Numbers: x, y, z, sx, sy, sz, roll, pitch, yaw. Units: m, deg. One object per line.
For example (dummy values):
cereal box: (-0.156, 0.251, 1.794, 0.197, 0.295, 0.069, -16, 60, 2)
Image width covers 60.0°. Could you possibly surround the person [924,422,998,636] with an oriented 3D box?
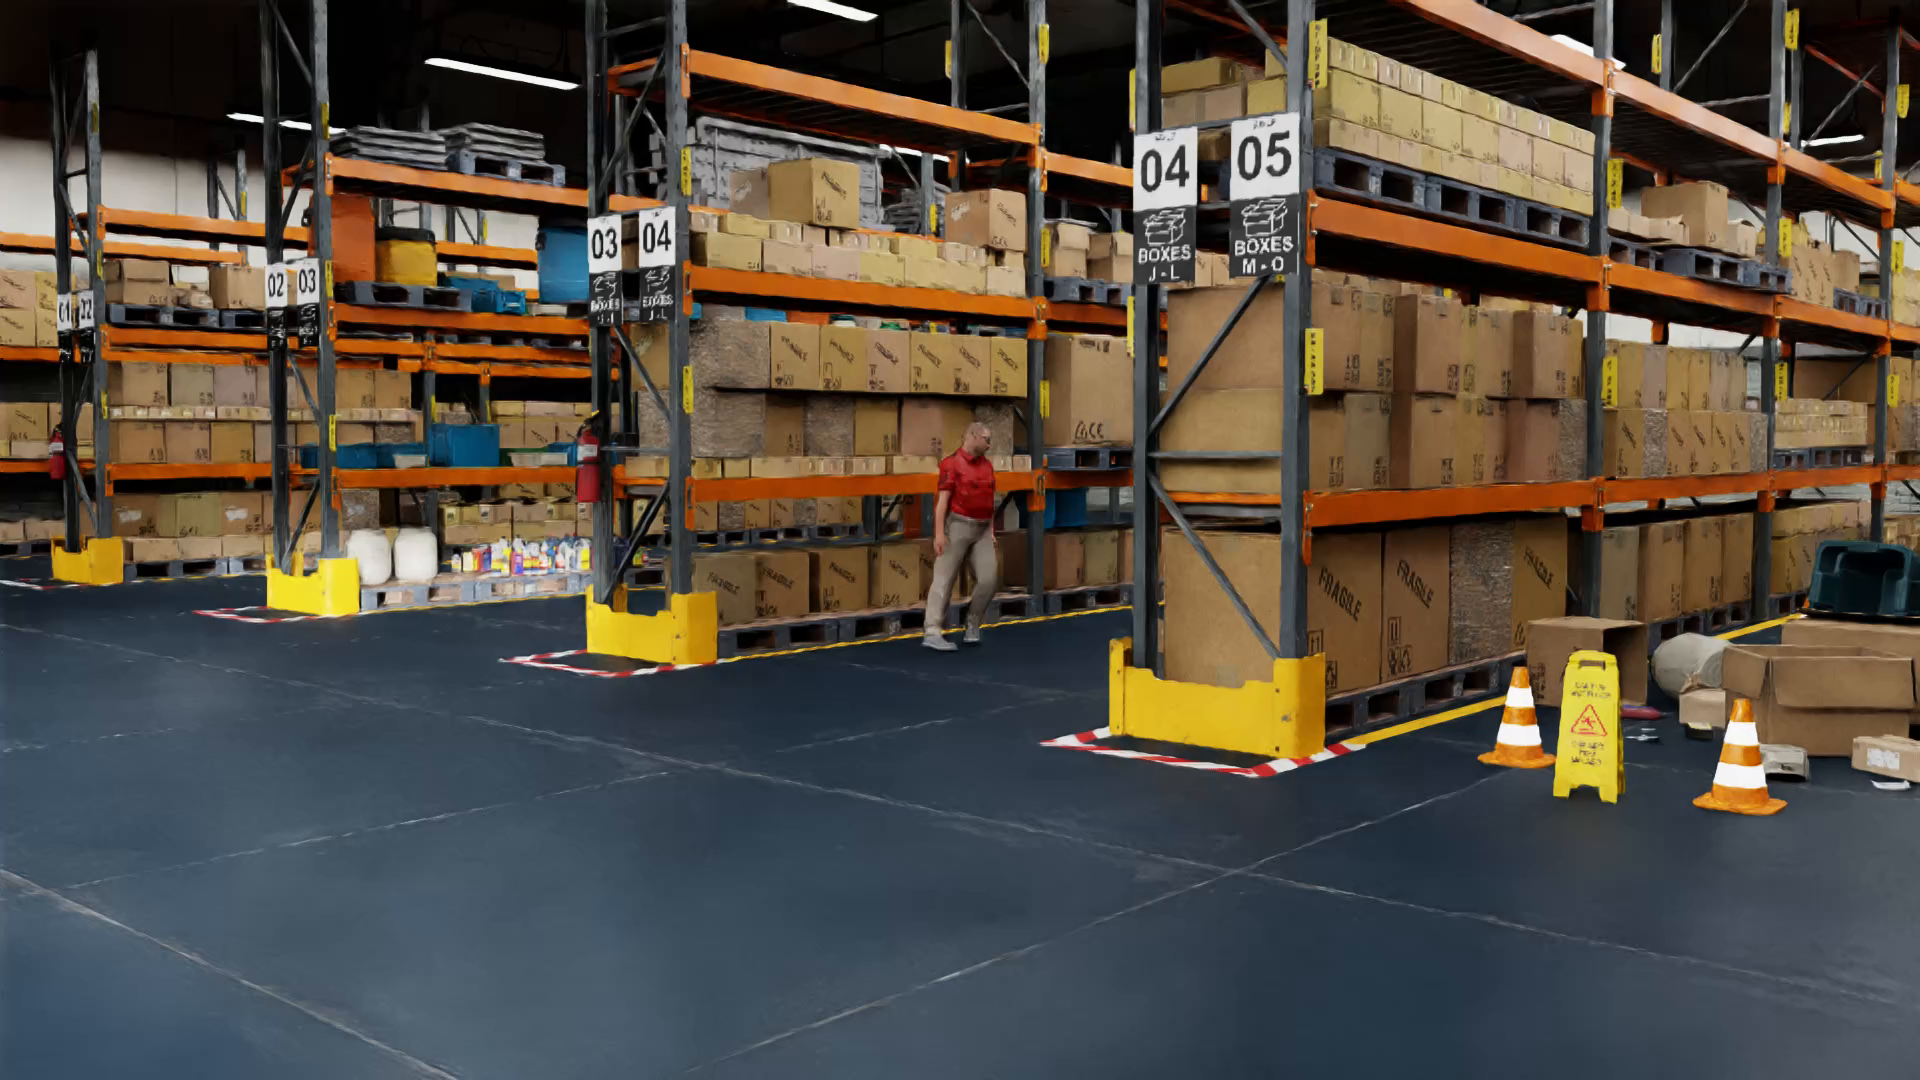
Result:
person: (0.033, -0.080, 12.592, 0.643, 1.625, 0.397, -3, 4, -37)
